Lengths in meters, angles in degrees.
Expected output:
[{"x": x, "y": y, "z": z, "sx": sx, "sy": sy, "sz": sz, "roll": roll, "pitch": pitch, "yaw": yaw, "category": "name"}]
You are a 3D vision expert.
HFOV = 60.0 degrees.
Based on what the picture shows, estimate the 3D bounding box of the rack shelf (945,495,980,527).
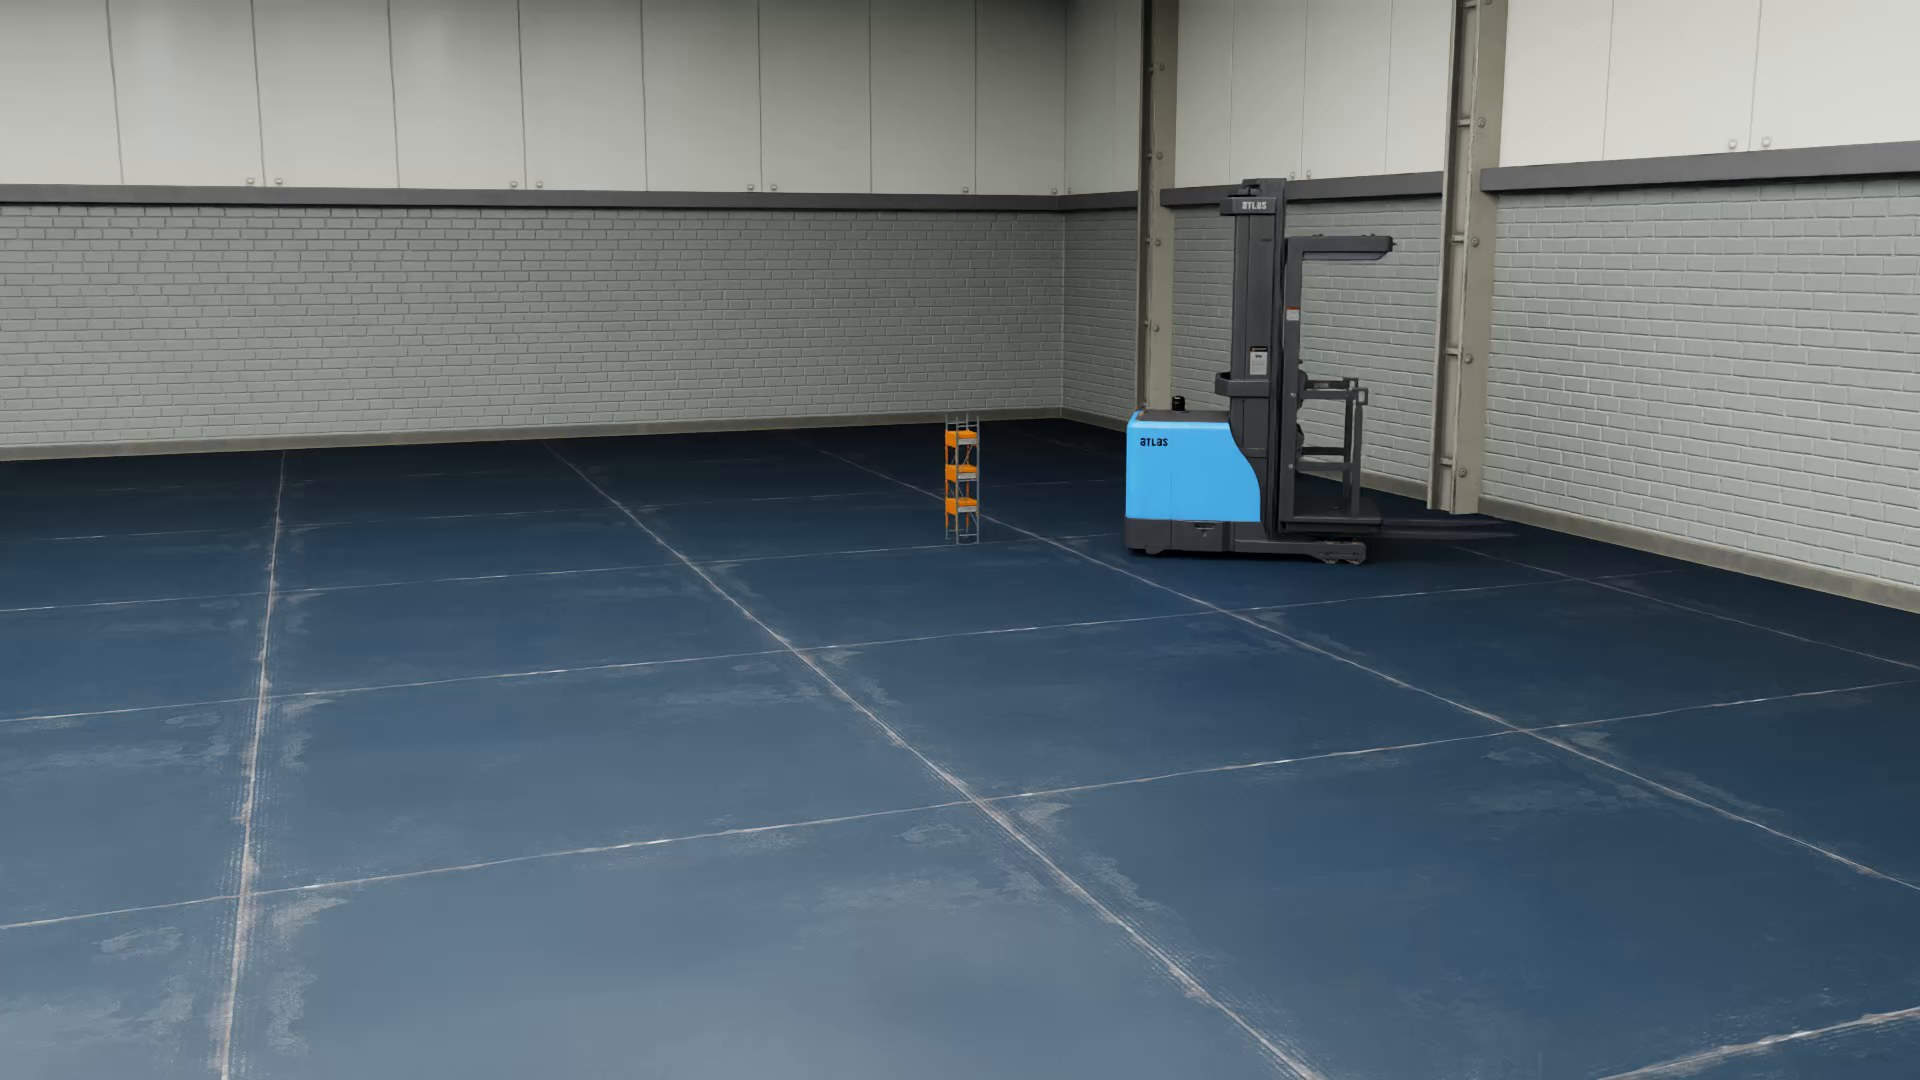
[{"x": 0.019, "y": -0.224, "z": 13.830, "sx": 0.215, "sy": 0.259, "sz": 0.240, "roll": -4, "pitch": 11, "yaw": -21, "category": "rack shelf"}]

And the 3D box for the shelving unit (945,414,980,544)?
[{"x": 0.019, "y": -0.508, "z": 13.779, "sx": 0.215, "sy": 1.050, "sz": 0.252, "roll": -4, "pitch": 11, "yaw": -21, "category": "shelving unit"}]

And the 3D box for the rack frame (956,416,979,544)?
[{"x": 0.064, "y": -0.488, "z": 13.667, "sx": 0.200, "sy": 1.050, "sz": 0.008, "roll": -4, "pitch": 11, "yaw": -21, "category": "rack frame"}]

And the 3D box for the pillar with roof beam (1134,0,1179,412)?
[{"x": -1.600, "y": -5.411, "z": 18.643, "sx": 9.100, "sy": 9.000, "sz": 0.400, "roll": -4, "pitch": 11, "yaw": -21, "category": "pillar with roof beam"}]

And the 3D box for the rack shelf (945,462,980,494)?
[{"x": 0.019, "y": -0.498, "z": 13.781, "sx": 0.215, "sy": 0.259, "sz": 0.240, "roll": -4, "pitch": 11, "yaw": -21, "category": "rack shelf"}]

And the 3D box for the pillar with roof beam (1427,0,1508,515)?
[{"x": 0.574, "y": -4.431, "z": 13.137, "sx": 9.100, "sy": 9.000, "sz": 0.400, "roll": -4, "pitch": 11, "yaw": -21, "category": "pillar with roof beam"}]

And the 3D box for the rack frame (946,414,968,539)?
[{"x": -0.025, "y": -0.528, "z": 13.891, "sx": 0.200, "sy": 1.050, "sz": 0.008, "roll": -4, "pitch": 11, "yaw": -21, "category": "rack frame"}]

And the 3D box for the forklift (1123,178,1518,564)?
[{"x": 2.862, "y": -1.355, "z": 13.170, "sx": 3.031, "sy": 2.935, "sz": 1.130, "roll": 2, "pitch": 10, "yaw": 9, "category": "forklift"}]

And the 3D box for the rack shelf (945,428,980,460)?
[{"x": 0.019, "y": -0.777, "z": 13.731, "sx": 0.215, "sy": 0.259, "sz": 0.240, "roll": -4, "pitch": 11, "yaw": -21, "category": "rack shelf"}]
